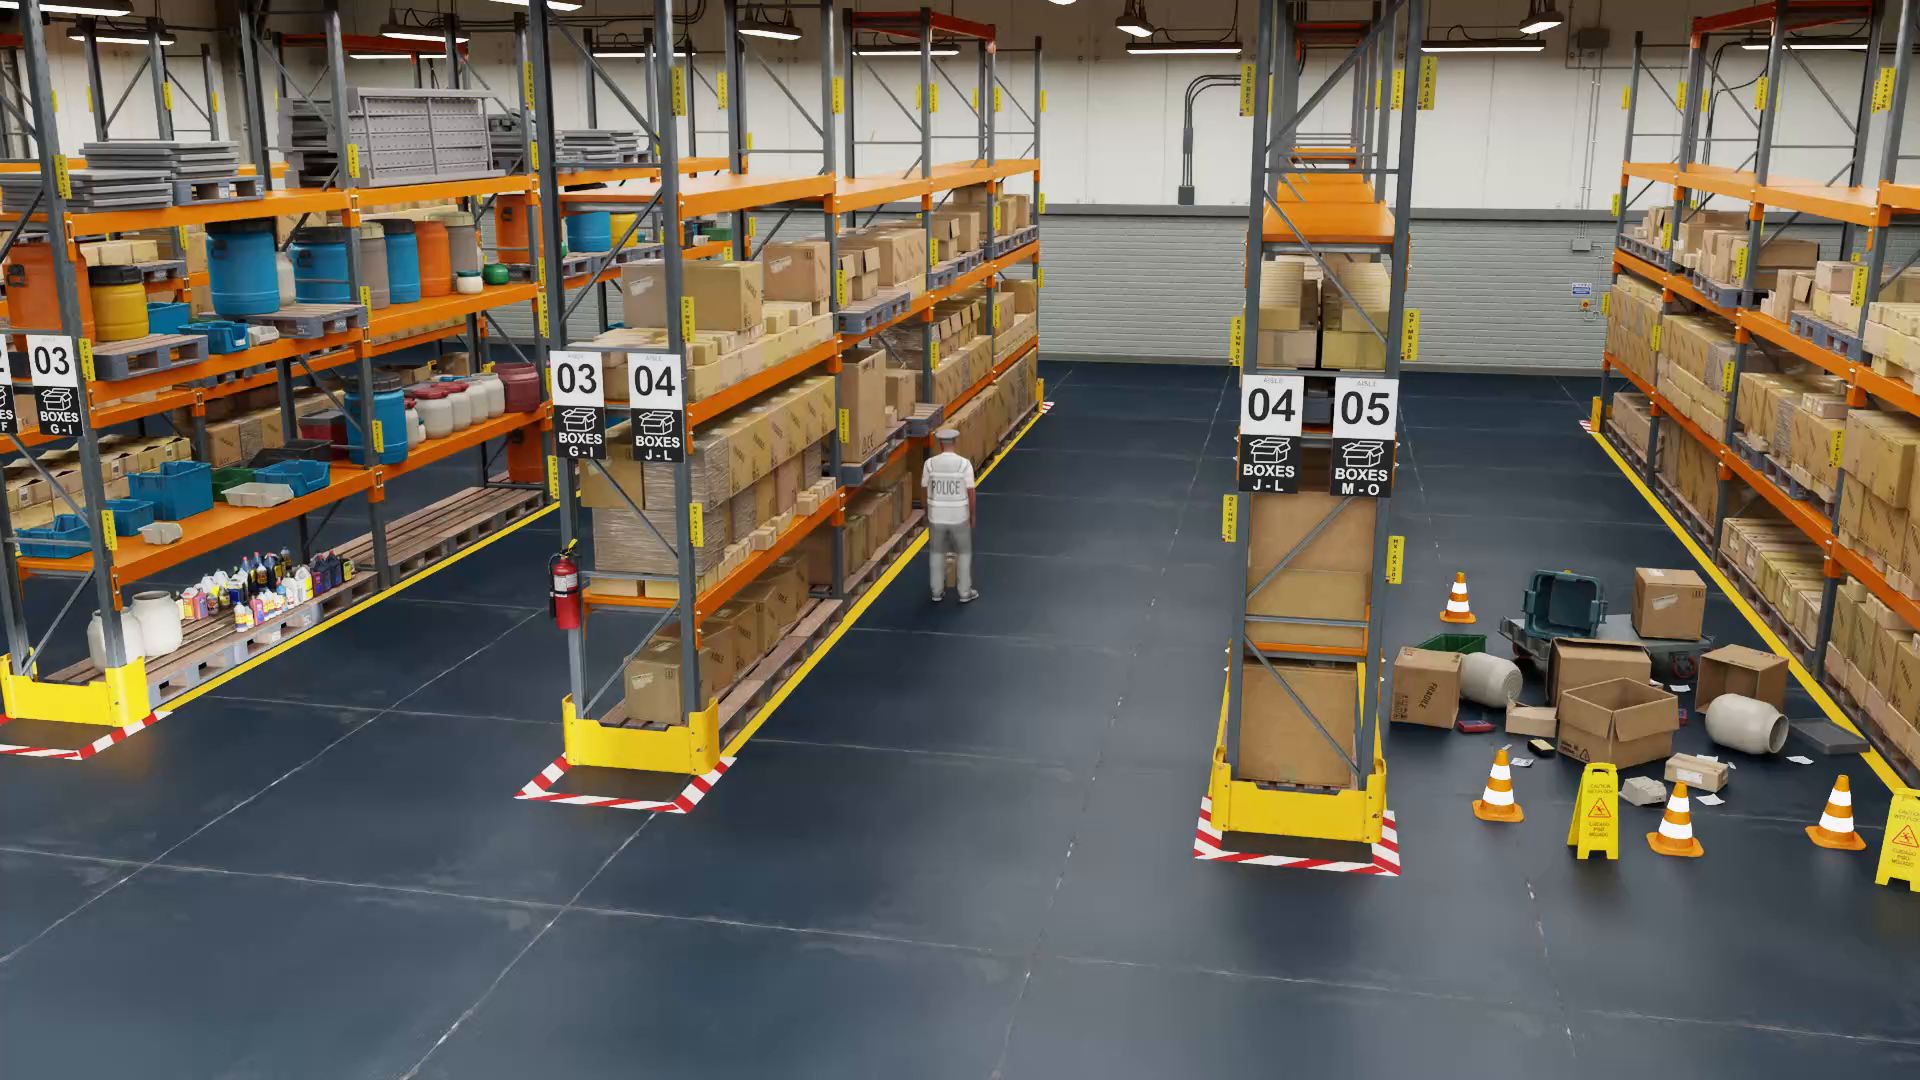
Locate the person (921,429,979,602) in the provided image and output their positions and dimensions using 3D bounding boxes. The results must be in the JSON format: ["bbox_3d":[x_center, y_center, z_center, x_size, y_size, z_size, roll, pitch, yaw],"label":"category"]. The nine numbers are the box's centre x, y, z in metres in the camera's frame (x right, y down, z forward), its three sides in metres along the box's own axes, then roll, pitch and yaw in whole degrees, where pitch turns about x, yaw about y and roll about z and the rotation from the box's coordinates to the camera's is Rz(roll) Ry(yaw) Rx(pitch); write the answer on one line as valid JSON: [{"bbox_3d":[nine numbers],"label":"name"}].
[{"bbox_3d":[-0.113,-0.233,16.892,0.572,1.749,0.434,2,15,9],"label":"person"}]
